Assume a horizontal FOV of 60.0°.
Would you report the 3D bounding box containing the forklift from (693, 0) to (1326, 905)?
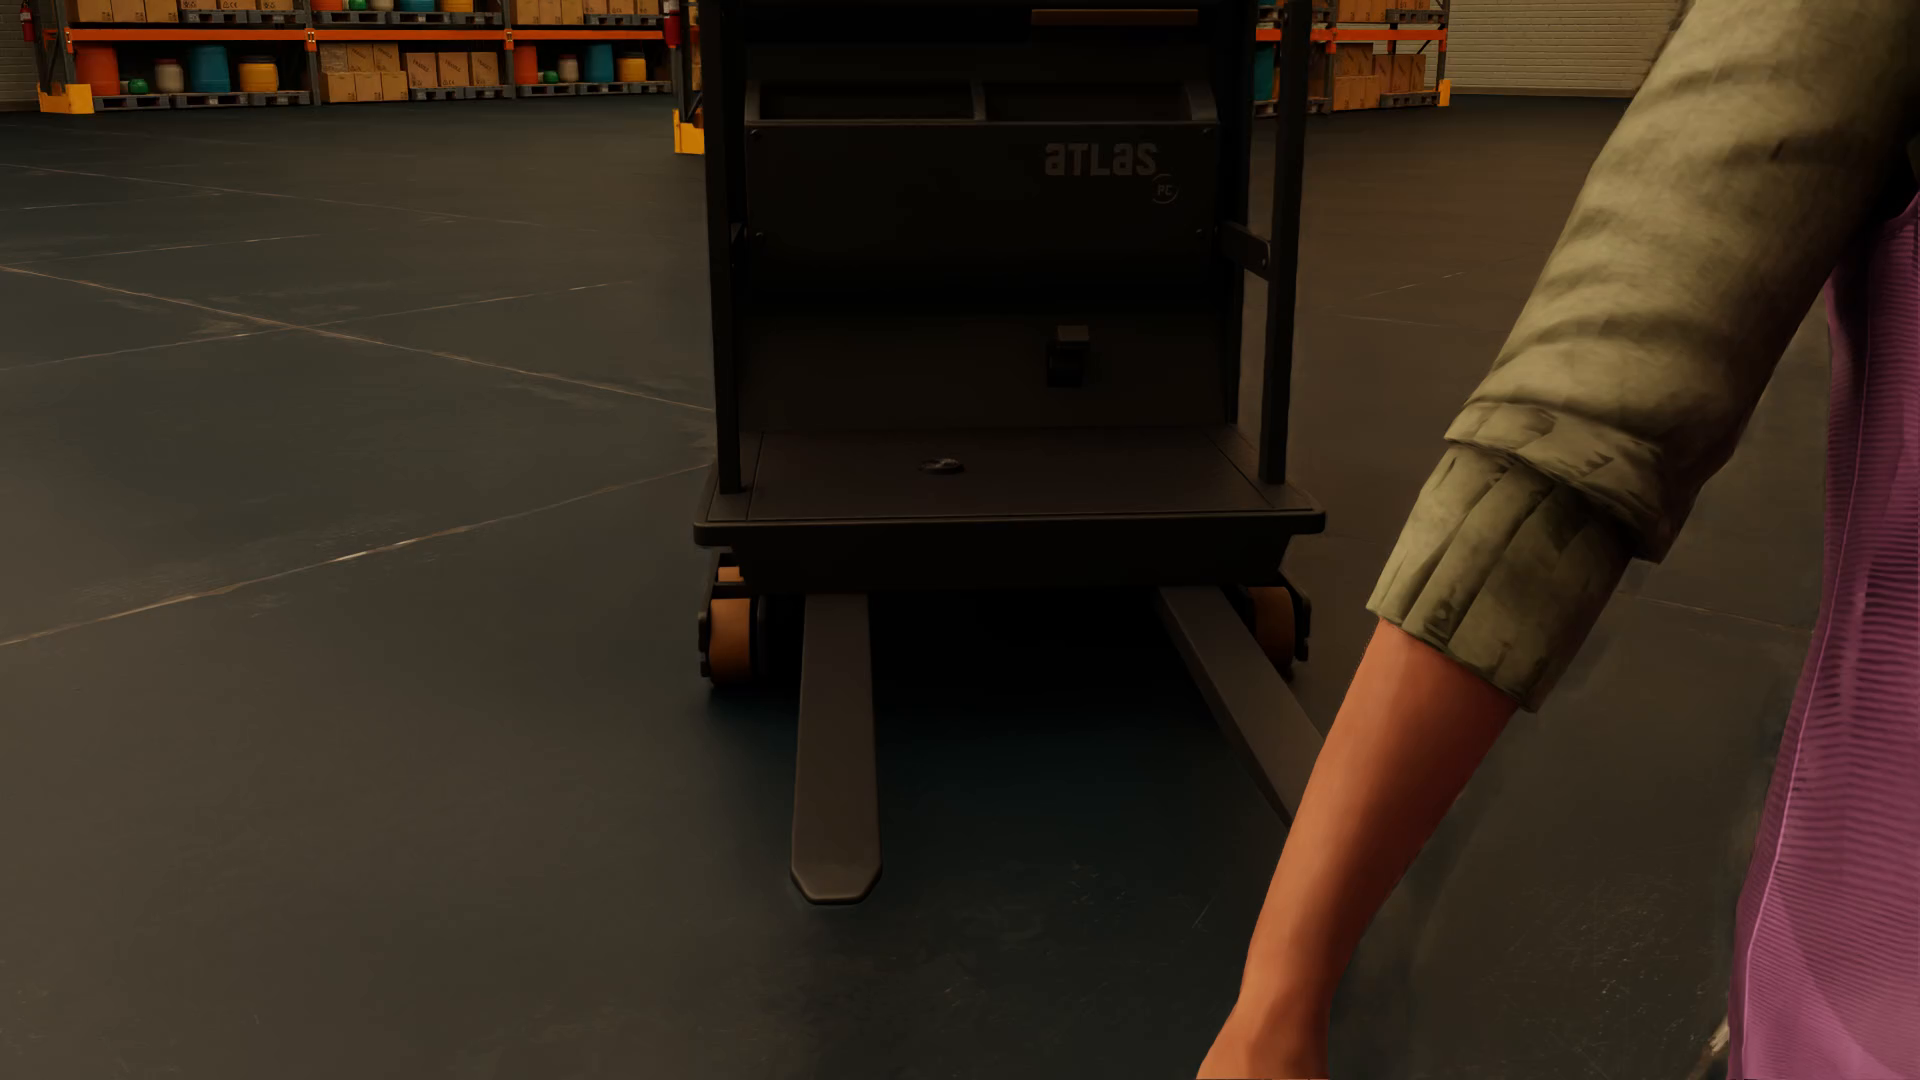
[{"bbox_3d":[0.060,-1.233,2.958,1.130,2.935,3.031,-1,17,-4],"label":"forklift"}]
